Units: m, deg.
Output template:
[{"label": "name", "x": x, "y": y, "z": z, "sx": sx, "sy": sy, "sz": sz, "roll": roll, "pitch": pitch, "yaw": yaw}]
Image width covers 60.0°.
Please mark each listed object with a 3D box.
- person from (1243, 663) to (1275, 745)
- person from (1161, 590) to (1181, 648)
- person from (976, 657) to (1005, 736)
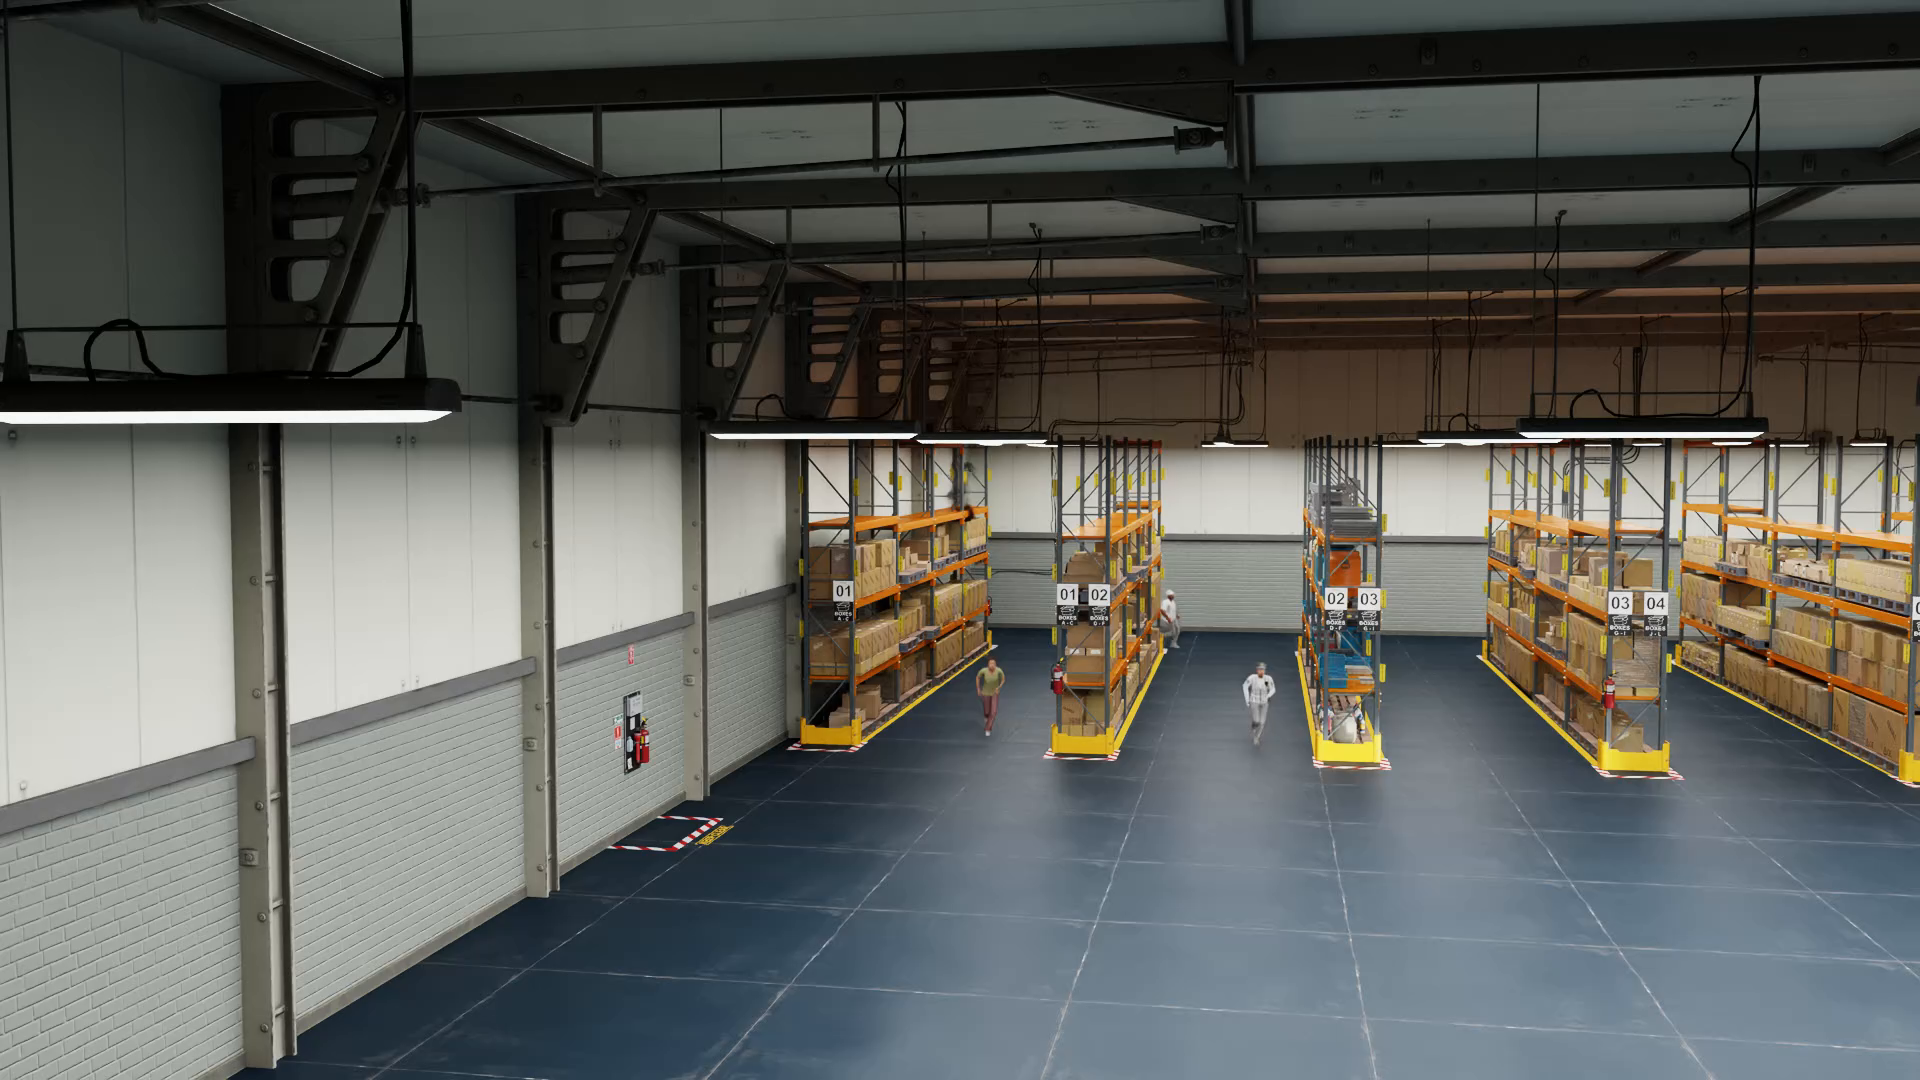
[{"label": "person", "x": 5.808, "y": 3.165, "z": 32.202, "sx": 0.591, "sy": 1.627, "sz": 0.590, "roll": 0, "pitch": 3, "yaw": -1}, {"label": "person", "x": 6.009, "y": 2.283, "z": 48.025, "sx": 0.635, "sy": 1.710, "sz": 0.737, "roll": 2, "pitch": 4, "yaw": 31}, {"label": "person", "x": 0.611, "y": 3.132, "z": 33.511, "sx": 0.574, "sy": 1.604, "sz": 0.727, "roll": 0, "pitch": 3, "yaw": -9}]
